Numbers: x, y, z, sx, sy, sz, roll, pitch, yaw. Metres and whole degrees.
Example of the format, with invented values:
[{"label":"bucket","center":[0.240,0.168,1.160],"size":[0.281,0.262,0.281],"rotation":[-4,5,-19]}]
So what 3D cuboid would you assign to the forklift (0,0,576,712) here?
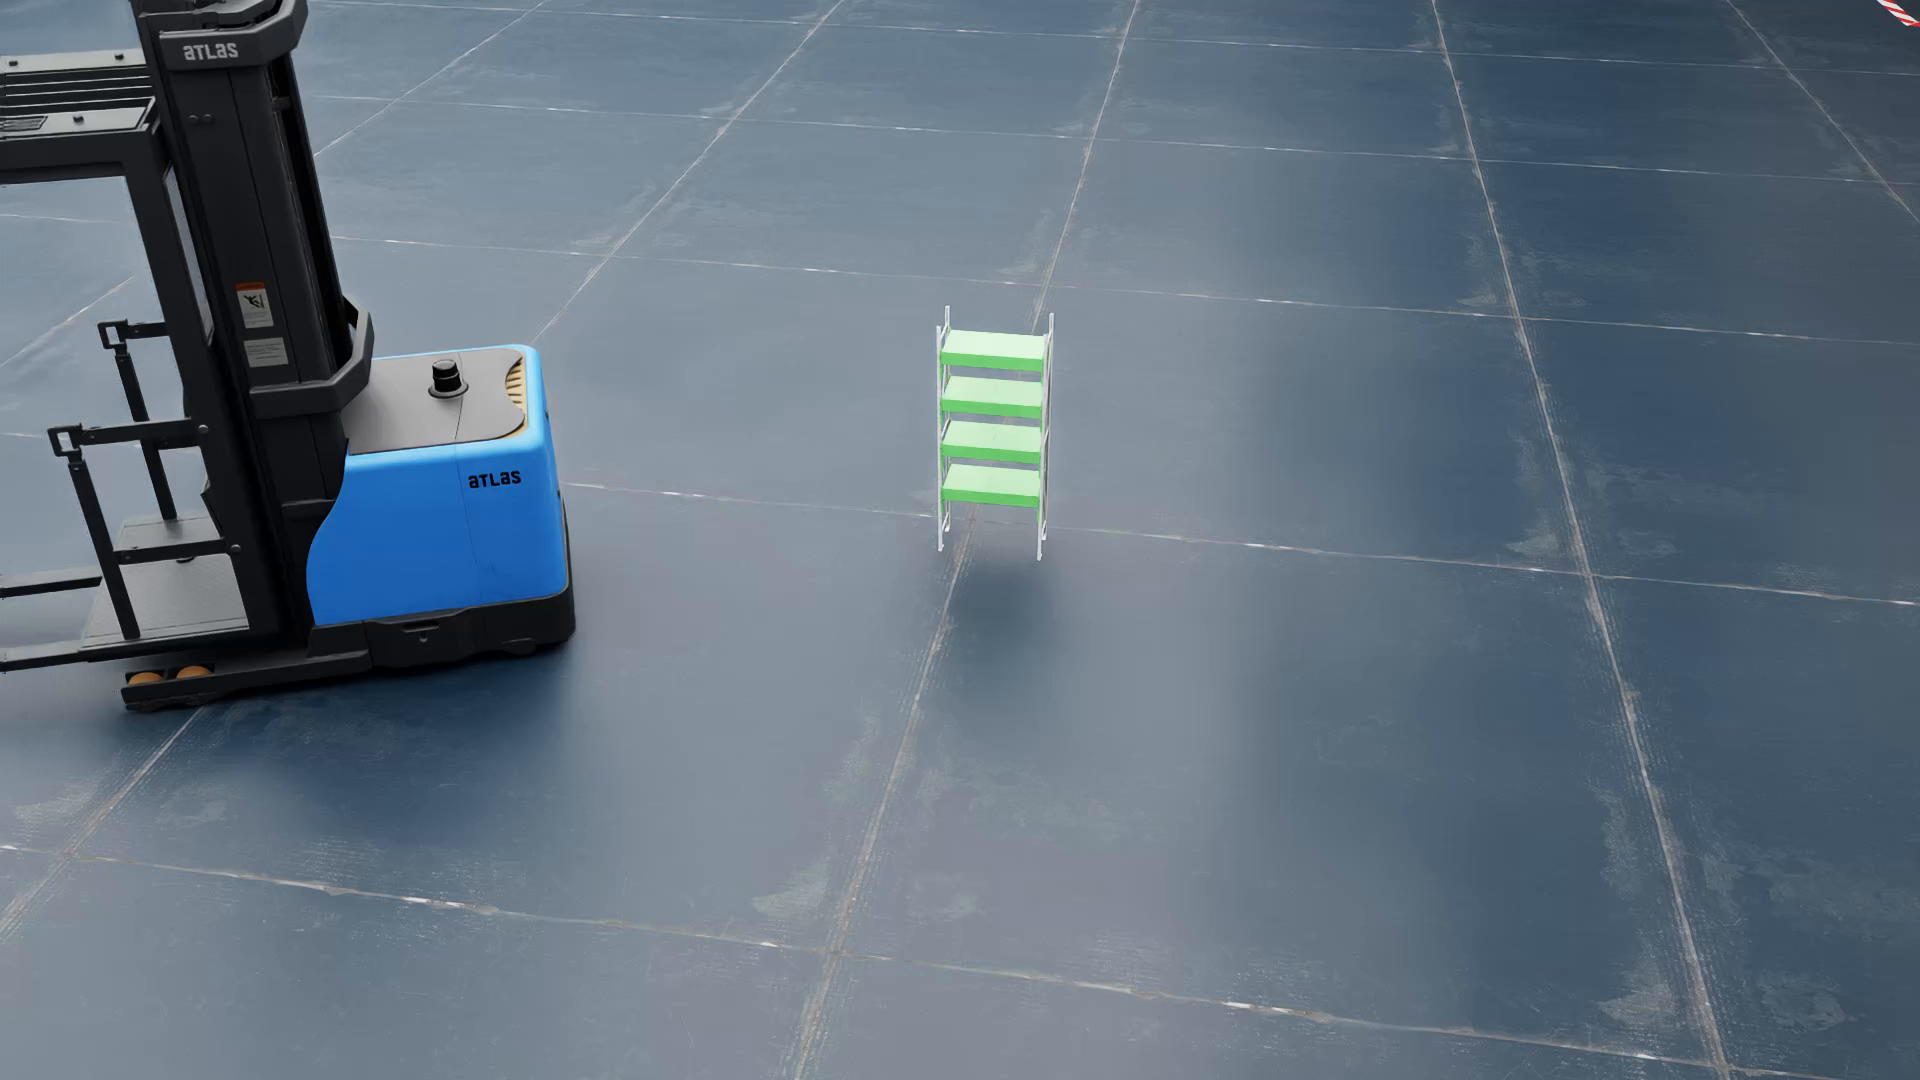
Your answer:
[{"label":"forklift","center":[-3.303,-0.820,6.798],"size":[3.031,2.935,1.130],"rotation":[-7,33,-11]}]

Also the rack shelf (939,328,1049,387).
[{"label":"rack shelf","center":[0.163,-0.847,7.687],"size":[0.480,0.148,0.258],"rotation":[5,32,8]}]

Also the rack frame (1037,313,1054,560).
[{"label":"rack frame","center":[0.404,-0.472,7.873],"size":[0.015,1.200,0.240],"rotation":[5,32,8]}]

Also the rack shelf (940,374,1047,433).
[{"label":"rack shelf","center":[0.163,-0.643,7.815],"size":[0.480,0.148,0.258],"rotation":[5,32,8]}]

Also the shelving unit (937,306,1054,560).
[{"label":"shelving unit","center":[0.163,-0.494,7.908],"size":[0.503,1.200,0.258],"rotation":[5,32,8]}]

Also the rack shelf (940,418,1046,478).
[{"label":"rack shelf","center":[0.163,-0.440,7.942],"size":[0.480,0.148,0.258],"rotation":[5,32,8]}]

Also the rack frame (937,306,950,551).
[{"label":"rack frame","center":[-0.077,-0.516,7.943],"size":[0.015,1.200,0.240],"rotation":[5,32,8]}]

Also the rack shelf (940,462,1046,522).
[{"label":"rack shelf","center":[0.163,-0.236,8.069],"size":[0.480,0.148,0.258],"rotation":[5,32,8]}]
